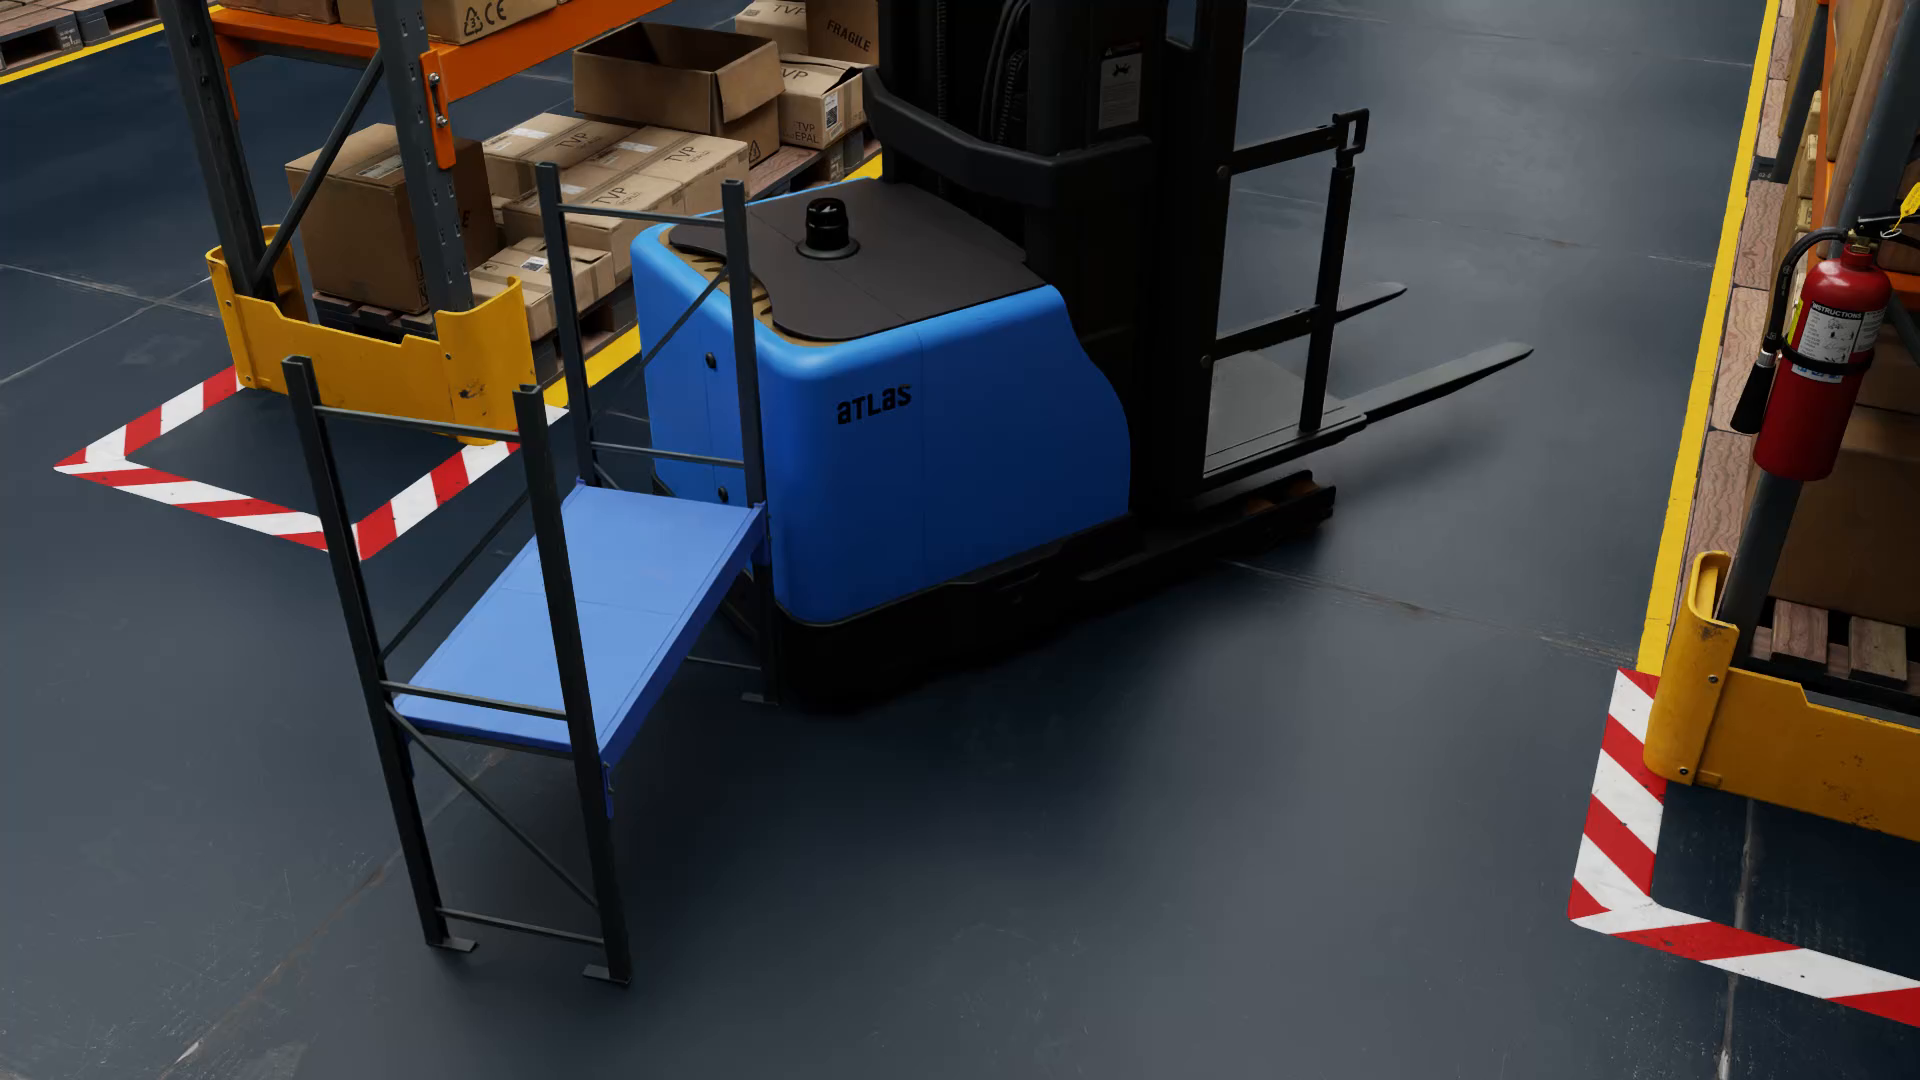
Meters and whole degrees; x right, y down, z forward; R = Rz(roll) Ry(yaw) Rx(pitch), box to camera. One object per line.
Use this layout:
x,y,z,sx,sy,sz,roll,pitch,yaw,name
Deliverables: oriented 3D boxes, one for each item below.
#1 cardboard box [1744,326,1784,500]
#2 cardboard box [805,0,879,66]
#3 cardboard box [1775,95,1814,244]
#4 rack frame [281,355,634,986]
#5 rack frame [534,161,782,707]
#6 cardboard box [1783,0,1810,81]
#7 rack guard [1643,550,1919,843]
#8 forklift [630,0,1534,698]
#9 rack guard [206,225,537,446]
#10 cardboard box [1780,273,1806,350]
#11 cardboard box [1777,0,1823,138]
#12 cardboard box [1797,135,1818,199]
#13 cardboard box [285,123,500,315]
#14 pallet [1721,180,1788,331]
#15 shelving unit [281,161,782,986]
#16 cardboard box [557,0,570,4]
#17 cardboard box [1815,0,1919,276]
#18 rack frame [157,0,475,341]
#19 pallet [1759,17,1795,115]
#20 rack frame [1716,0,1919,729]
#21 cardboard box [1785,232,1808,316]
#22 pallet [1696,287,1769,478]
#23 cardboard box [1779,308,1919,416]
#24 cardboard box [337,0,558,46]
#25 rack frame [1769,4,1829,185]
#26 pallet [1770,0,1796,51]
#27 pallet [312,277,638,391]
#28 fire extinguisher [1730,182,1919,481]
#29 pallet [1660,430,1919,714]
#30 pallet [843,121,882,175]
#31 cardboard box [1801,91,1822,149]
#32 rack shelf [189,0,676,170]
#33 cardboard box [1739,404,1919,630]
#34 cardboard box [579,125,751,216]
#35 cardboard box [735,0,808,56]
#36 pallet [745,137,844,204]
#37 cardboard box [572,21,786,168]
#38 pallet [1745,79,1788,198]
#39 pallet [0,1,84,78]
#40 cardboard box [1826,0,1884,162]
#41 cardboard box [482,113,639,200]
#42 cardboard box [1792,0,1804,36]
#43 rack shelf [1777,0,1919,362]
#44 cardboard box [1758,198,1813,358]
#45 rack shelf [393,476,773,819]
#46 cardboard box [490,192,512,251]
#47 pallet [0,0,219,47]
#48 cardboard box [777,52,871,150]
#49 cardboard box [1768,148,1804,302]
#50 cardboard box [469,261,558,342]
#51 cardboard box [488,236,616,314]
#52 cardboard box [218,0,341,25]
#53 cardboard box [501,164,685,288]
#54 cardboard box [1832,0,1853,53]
2.795,-0.364,4.967,0.700,0.500,0.500,14,36,20,cardboard box
-0.424,-2.530,8.251,0.500,0.500,0.500,14,36,20,cardboard box
3.651,-1.387,6.526,0.700,0.500,0.500,15,36,21,cardboard box
-0.982,0.330,3.379,0.500,1.500,0.032,8,34,12,rack frame
-0.735,-0.211,4.203,0.500,1.500,0.032,8,34,12,rack frame
4.580,-2.679,8.178,0.750,0.750,0.750,15,36,22,cardboard box
2.374,0.444,4.117,1.175,0.500,0.348,14,36,20,rack guard
0.583,-1.413,4.732,3.031,2.935,1.130,-20,38,-27,forklift
-2.085,-0.740,5.923,1.175,0.500,0.348,14,36,20,rack guard
2.580,-0.620,4.765,0.380,0.149,0.250,15,36,22,cardboard box
4.211,-2.236,7.501,0.750,0.750,0.750,15,36,21,cardboard box
3.124,-1.269,5.755,0.380,0.149,0.250,13,35,19,cardboard box
-2.113,-1.214,6.244,0.500,0.500,0.500,14,36,20,cardboard box
3.668,-1.079,6.702,1.003,0.211,1.213,14,36,20,pallet
-0.859,0.060,3.791,0.538,1.500,1.048,8,34,12,shelving unit
-1.481,-2.208,5.791,0.500,0.500,0.500,14,36,20,cardboard box
2.588,-0.995,3.758,0.980,0.700,0.700,16,36,23,cardboard box
-2.117,-1.748,5.180,1.000,3.000,0.127,14,36,20,rack frame
4.821,-2.451,8.795,1.003,0.211,1.213,14,36,20,pallet
2.384,-0.613,3.450,1.000,3.000,0.127,14,36,20,rack frame
3.005,-0.615,5.349,0.700,0.500,0.500,13,35,19,cardboard box
3.159,-0.469,5.772,1.003,0.211,1.213,14,36,20,pallet
2.474,-0.492,4.570,0.380,0.149,0.250,14,36,20,cardboard box
-1.692,-1.950,5.397,0.500,0.500,0.500,15,36,21,cardboard box
4.057,-2.605,6.488,1.000,3.000,0.127,14,36,20,rack frame
5.333,-3.056,9.718,1.003,0.211,1.213,14,36,20,pallet
-1.753,-1.017,6.608,1.003,0.211,1.213,14,36,20,pallet
1.902,-0.456,3.620,0.296,0.674,0.183,14,36,20,fire extinguisher
2.647,0.137,4.849,1.003,0.211,1.213,14,36,20,pallet
-0.732,-2.232,8.462,1.003,0.211,1.213,14,36,20,pallet
3.342,-1.529,6.152,0.380,0.149,0.250,15,36,22,cardboard box
-1.280,-2.443,6.896,1.077,0.370,4.000,14,36,20,rack shelf
2.586,-0.115,4.587,0.700,0.500,0.500,14,36,20,cardboard box
-1.214,-1.486,6.887,0.500,0.250,0.500,14,36,20,cardboard box
-0.816,-2.640,8.592,0.500,0.311,0.500,14,36,20,cardboard box
-1.241,-1.622,7.532,1.003,0.211,1.213,14,36,20,pallet
-1.225,-1.943,7.353,0.797,0.503,0.637,14,36,20,cardboard box
4.312,-1.841,7.865,1.003,0.211,1.213,14,36,20,pallet
-5.722,-2.727,9.217,1.003,0.211,1.213,14,36,20,pallet
2.882,-1.360,4.315,0.980,0.700,0.700,14,36,20,cardboard box
-1.689,-1.576,7.024,0.500,0.250,0.500,14,36,20,cardboard box
4.932,-3.103,8.825,0.750,0.750,0.750,14,36,20,cardboard box
3.221,-1.309,5.166,1.077,0.370,4.000,14,36,20,rack shelf
3.221,-0.882,5.757,0.700,0.500,0.500,15,36,22,cardboard box
-0.859,0.210,3.890,0.538,0.185,1.000,8,34,12,rack shelf
-1.862,-1.255,6.612,0.380,0.166,0.250,14,36,20,cardboard box
-5.213,-3.337,10.147,1.003,0.211,1.213,14,36,20,pallet
-0.738,-2.077,7.733,0.500,0.311,0.500,14,36,20,cardboard box
3.438,-1.137,6.146,0.700,0.500,0.500,14,36,20,cardboard box
-1.630,-0.869,6.039,0.380,0.149,0.250,14,36,20,cardboard box
-1.525,-1.001,6.224,0.380,0.166,0.250,14,36,20,cardboard box
-2.177,-2.075,5.588,0.500,0.500,0.500,15,36,22,cardboard box
-1.423,-1.237,6.507,0.500,0.250,0.500,14,36,20,cardboard box
3.210,-1.738,4.891,0.980,0.700,0.700,12,35,18,cardboard box
